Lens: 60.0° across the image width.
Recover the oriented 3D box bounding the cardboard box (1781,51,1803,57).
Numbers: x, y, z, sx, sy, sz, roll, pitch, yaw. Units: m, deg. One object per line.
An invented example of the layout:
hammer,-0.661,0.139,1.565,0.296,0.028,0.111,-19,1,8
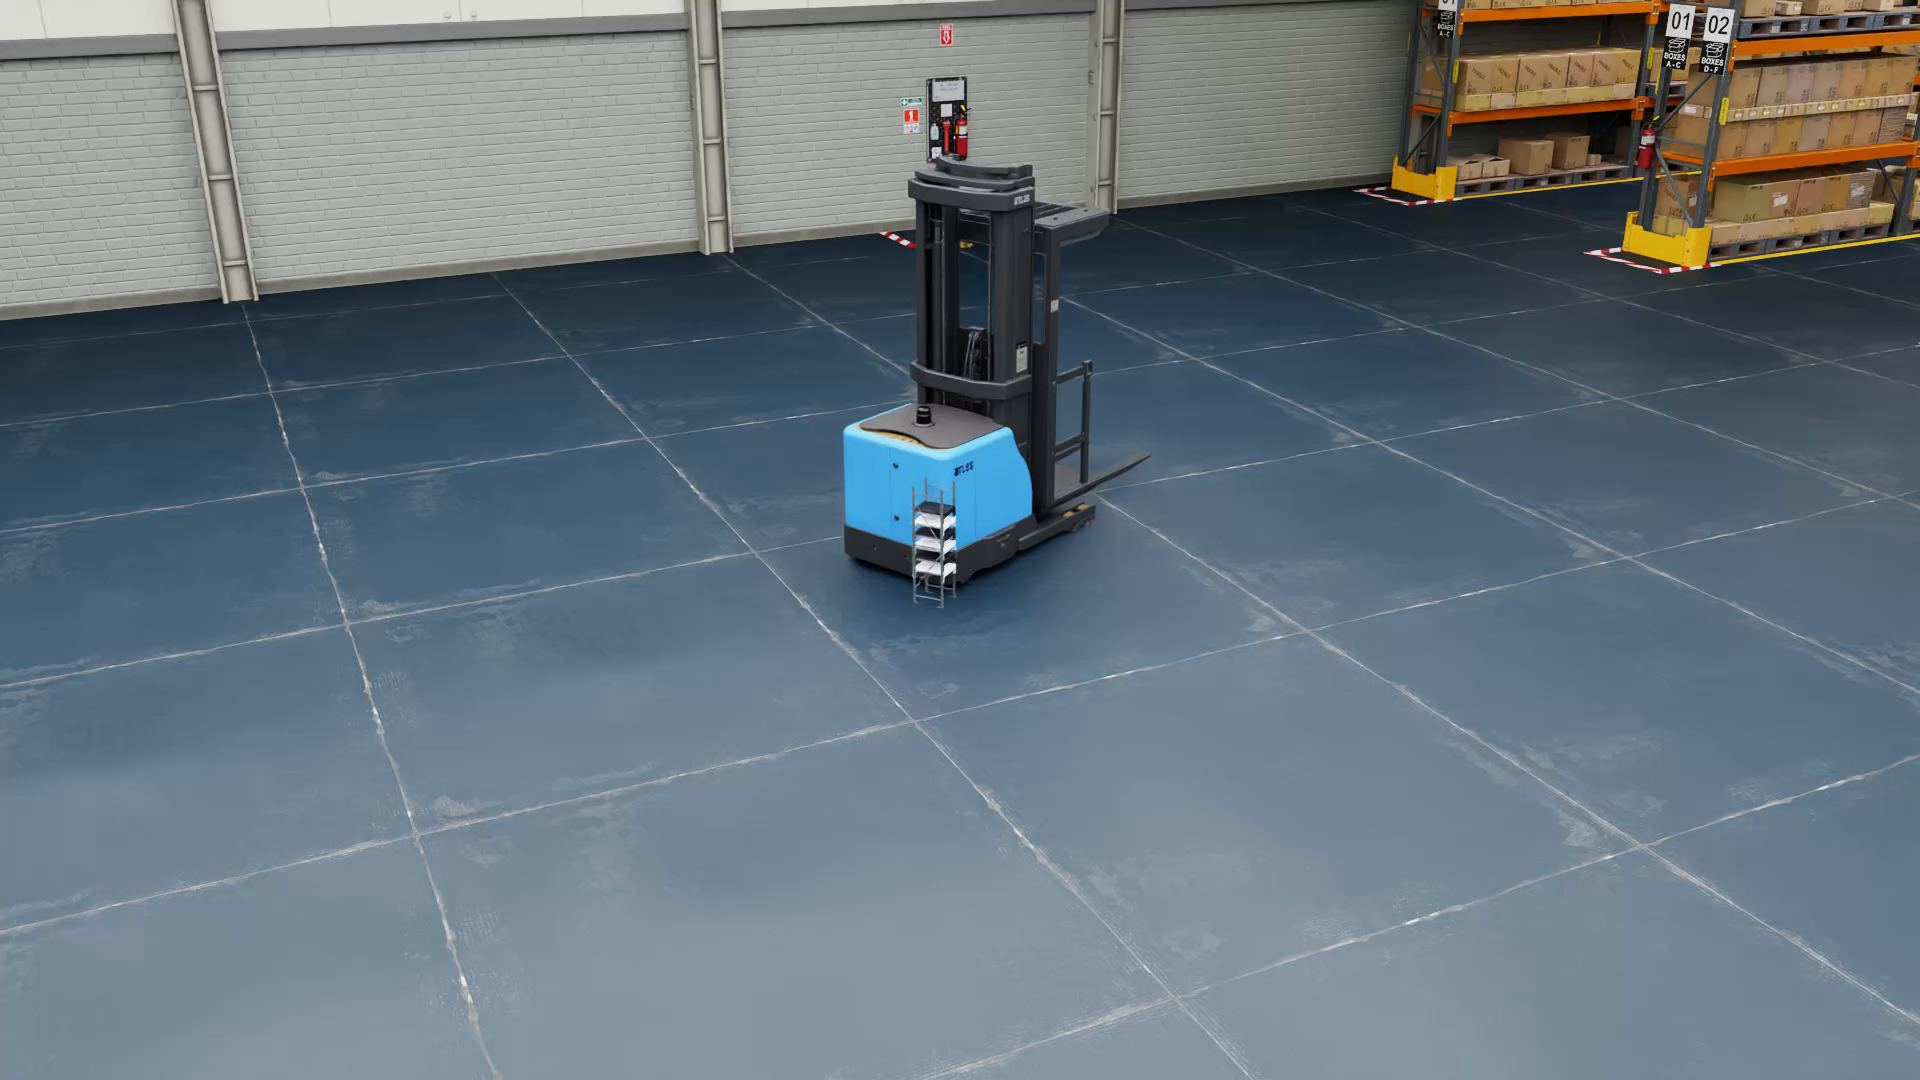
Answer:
cardboard box,14.046,-8.369,28.664,0.500,0.500,0.700,-14,26,-30

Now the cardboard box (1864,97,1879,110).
cardboard box,12.166,-5.930,22.497,0.250,0.149,0.380,-10,25,-24

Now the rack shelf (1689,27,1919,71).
rack shelf,11.210,-6.553,22.001,4.000,0.370,1.077,-10,25,-24

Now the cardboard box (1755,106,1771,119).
cardboard box,10.317,-5.590,21.677,0.250,0.149,0.380,-10,25,-23

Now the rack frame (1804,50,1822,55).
rack frame,14.465,-8.201,28.964,0.127,3.000,1.000,-10,25,-24

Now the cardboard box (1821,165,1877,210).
cardboard box,12.234,-4.870,22.982,0.500,0.500,0.500,-10,25,-24

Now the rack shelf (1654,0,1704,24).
rack shelf,12.663,-8.923,27.727,4.000,0.370,1.077,-10,25,-24

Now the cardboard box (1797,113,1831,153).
cardboard box,11.228,-5.545,22.416,0.500,0.500,0.700,-10,24,-22

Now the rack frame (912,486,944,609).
rack frame,-0.227,0.055,11.763,0.240,0.900,0.006,10,25,23

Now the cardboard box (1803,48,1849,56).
cardboard box,15.014,-8.387,28.866,0.500,0.500,0.500,-10,24,-22

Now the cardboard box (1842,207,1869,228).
cardboard box,12.235,-4.523,23.124,0.500,0.250,0.500,-10,25,-24

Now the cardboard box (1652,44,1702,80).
cardboard box,11.841,-7.950,27.651,0.500,0.500,0.700,-8,24,-18

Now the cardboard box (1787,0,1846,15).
cardboard box,11.023,-7.040,21.374,0.500,0.500,0.500,-10,25,-24

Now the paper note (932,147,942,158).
paper note,-0.327,-5.484,23.551,0.142,0.148,0.016,-10,25,-24

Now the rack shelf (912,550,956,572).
rack shelf,-0.185,0.134,11.895,0.258,0.077,0.200,10,25,23

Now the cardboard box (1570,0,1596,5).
cardboard box,9.569,-8.626,25.911,0.500,0.500,0.500,-11,25,-26

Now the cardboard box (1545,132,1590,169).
cardboard box,9.943,-6.400,27.306,0.500,0.500,0.500,-12,26,-28

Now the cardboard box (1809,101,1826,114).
cardboard box,11.241,-5.759,22.086,0.250,0.149,0.380,-10,25,-23

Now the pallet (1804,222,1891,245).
pallet,12.278,-4.426,23.488,1.213,0.211,1.003,-10,25,-24

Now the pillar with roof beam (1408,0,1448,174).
pillar with roof beam,9.379,-8.577,22.027,0.400,9.000,9.100,-10,25,-24

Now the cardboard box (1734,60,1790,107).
cardboard box,10.354,-5.984,21.781,0.500,0.500,0.700,-11,25,-25

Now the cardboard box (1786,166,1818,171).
cardboard box,11.558,-4.966,23.215,0.500,0.500,0.500,-10,25,-24

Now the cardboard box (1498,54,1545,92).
cardboard box,8.735,-7.299,25.972,0.500,0.500,0.500,-11,25,-25

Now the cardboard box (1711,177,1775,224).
cardboard box,10.438,-4.534,22.169,0.500,0.500,0.500,-10,25,-24

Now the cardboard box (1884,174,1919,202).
cardboard box,13.493,-4.997,23.535,0.500,0.311,0.500,-10,25,-23

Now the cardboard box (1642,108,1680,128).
cardboard box,11.912,-7.135,28.100,0.500,0.250,0.500,-11,25,-25

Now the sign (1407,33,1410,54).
sign,7.034,-7.750,25.947,0.005,0.325,0.100,-10,25,-24

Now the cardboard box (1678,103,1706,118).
cardboard box,9.670,-5.643,21.804,0.250,0.149,0.380,-11,25,-25

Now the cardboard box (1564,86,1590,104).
cardboard box,9.666,-7.126,26.537,0.500,0.250,0.500,-11,25,-24

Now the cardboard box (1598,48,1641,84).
cardboard box,10.569,-7.639,26.796,0.500,0.500,0.500,-10,25,-24

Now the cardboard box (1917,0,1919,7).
cardboard box,13.572,-7.441,22.852,0.500,0.250,0.500,-8,24,-18

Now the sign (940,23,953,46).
sign,-0.188,-7.001,23.032,0.199,0.298,0.001,-10,25,-24

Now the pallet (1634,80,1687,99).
pallet,11.612,-7.526,27.583,1.213,0.211,1.003,-10,25,-24

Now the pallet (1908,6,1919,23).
pallet,13.802,-7.280,23.066,1.217,0.209,0.805,-12,25,-26

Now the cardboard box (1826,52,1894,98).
cardboard box,12.161,-6.317,22.585,0.500,0.500,0.700,-10,25,-24

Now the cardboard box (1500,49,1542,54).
cardboard box,8.965,-7.563,26.612,0.500,0.500,0.500,-10,25,-23

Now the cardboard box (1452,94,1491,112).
cardboard box,7.834,-6.786,25.714,0.500,0.250,0.500,-11,25,-25

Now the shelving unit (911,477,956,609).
shelving unit,-0.185,0.020,11.848,0.258,0.900,0.210,10,25,23

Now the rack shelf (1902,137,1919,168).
rack shelf,14.815,-5.831,24.178,4.000,0.370,1.077,-10,25,-24

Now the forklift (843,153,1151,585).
forklift,0.436,-1.521,12.916,1.130,2.935,3.031,17,28,35

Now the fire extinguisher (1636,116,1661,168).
fire extinguisher,9.100,-5.273,21.990,0.183,0.674,0.296,-10,25,-24

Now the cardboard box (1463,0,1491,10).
cardboard box,7.666,-8.285,25.088,0.500,0.500,0.500,-10,24,-22

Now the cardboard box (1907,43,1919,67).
cardboard box,16.851,-8.726,29.685,0.500,0.500,0.500,-10,25,-24

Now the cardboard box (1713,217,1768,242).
cardboard box,10.437,-4.188,22.314,0.500,0.250,0.500,-10,25,-24

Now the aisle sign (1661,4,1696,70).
aisle sign,9.222,-6.459,21.357,0.004,0.787,0.394,-10,25,-24

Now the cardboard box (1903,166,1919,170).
cardboard box,14.170,-5.350,24.390,0.500,0.311,0.500,-11,25,-24
